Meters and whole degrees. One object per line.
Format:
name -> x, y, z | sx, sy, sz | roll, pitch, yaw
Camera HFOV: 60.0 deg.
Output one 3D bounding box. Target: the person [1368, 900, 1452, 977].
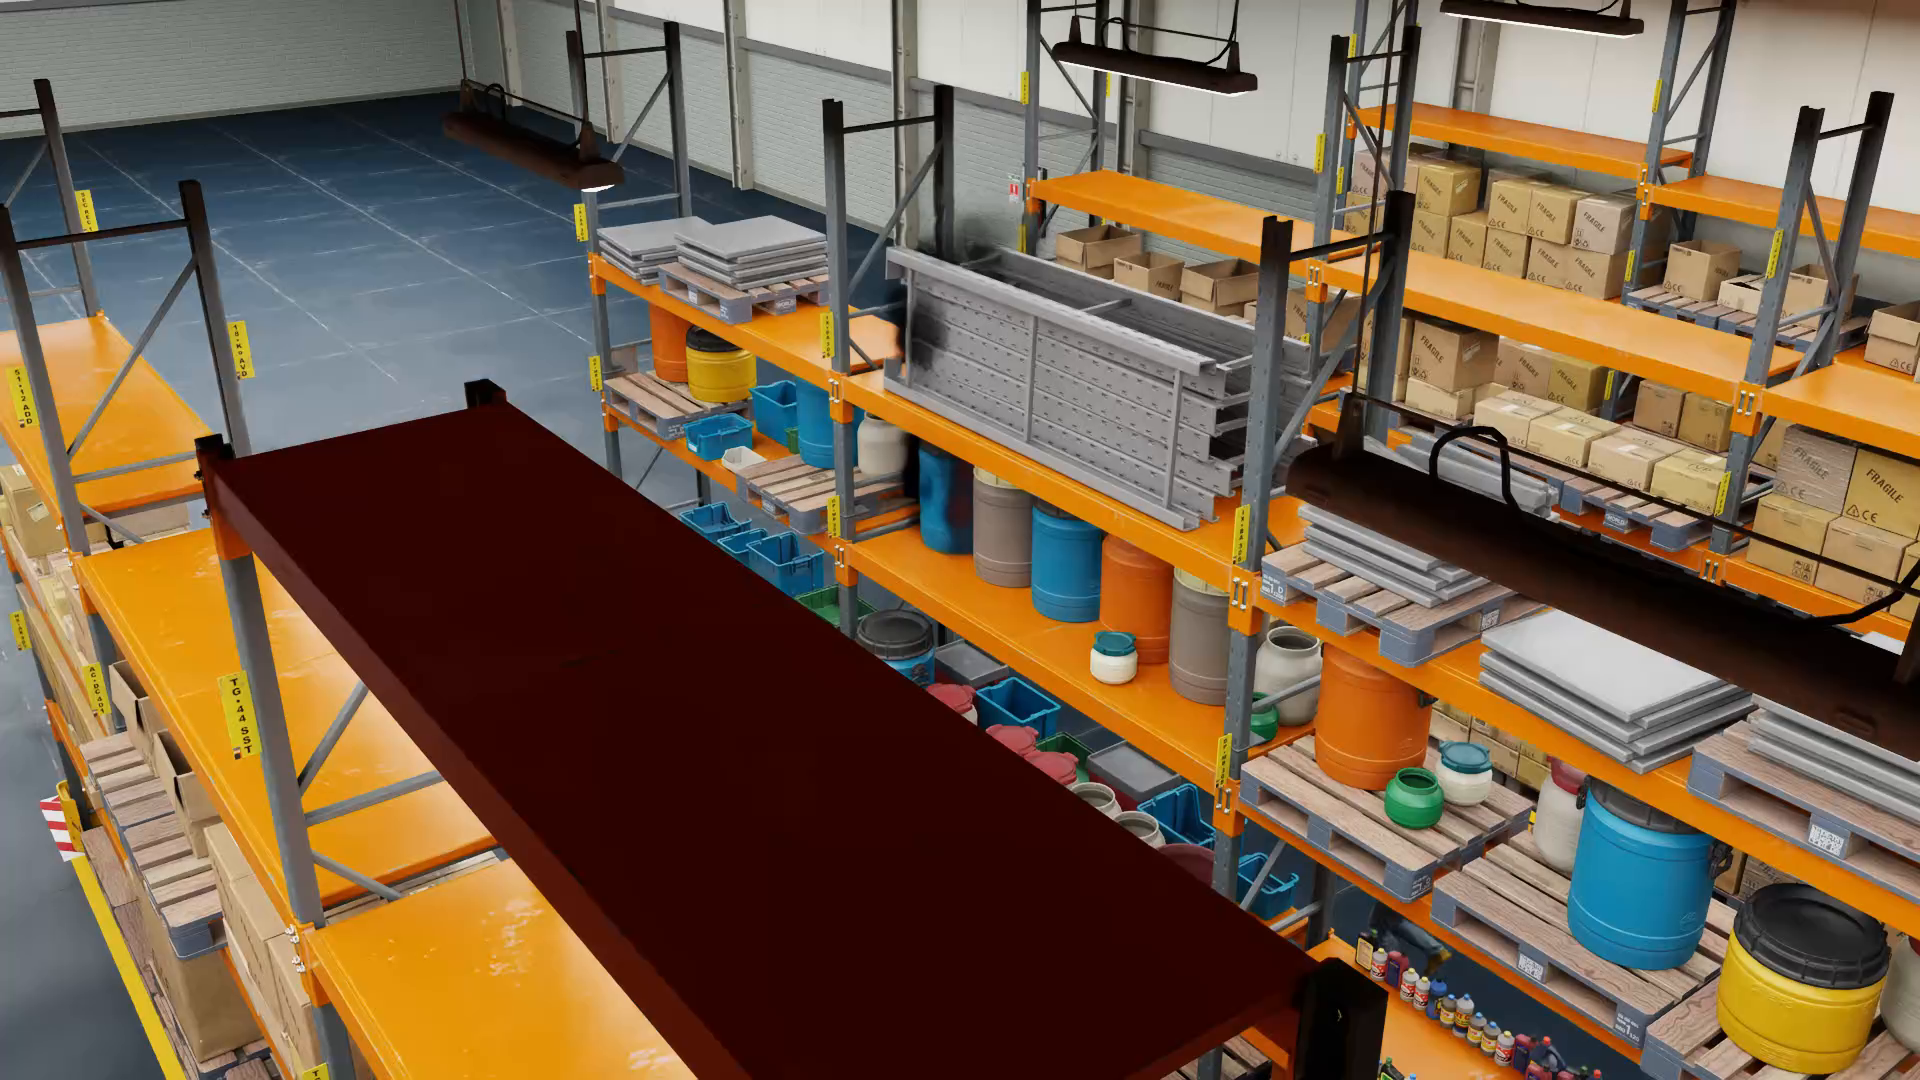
person -> 3.167, 2.459, 11.626 | 0.589, 1.721, 0.702 | 20, 31, 36
